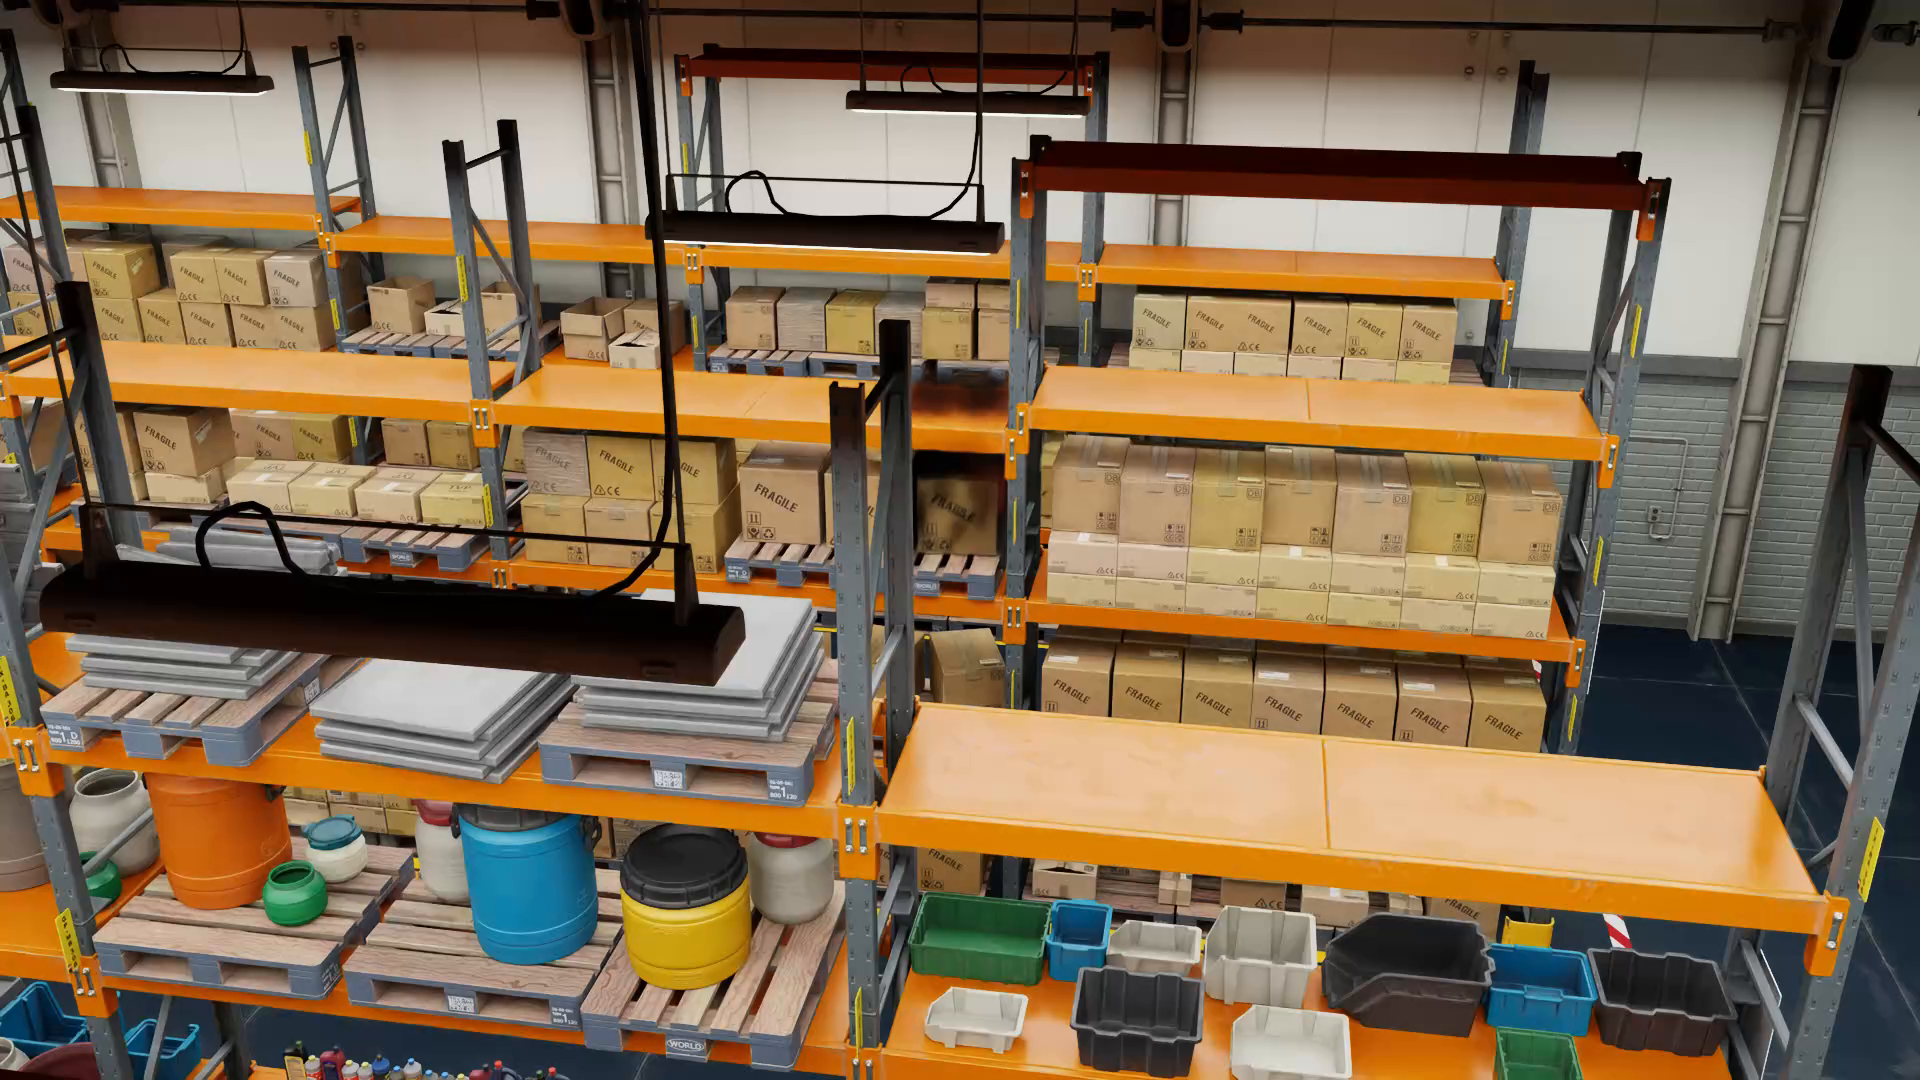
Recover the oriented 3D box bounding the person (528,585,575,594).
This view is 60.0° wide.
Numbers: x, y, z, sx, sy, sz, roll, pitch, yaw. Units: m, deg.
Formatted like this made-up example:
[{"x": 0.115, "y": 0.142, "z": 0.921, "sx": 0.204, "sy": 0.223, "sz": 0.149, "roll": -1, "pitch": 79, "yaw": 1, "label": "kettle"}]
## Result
[{"x": -4.068, "y": 0.714, "z": 16.630, "sx": 0.533, "sy": 1.753, "sz": 0.348, "roll": 6, "pitch": 24, "yaw": 14, "label": "person"}]
